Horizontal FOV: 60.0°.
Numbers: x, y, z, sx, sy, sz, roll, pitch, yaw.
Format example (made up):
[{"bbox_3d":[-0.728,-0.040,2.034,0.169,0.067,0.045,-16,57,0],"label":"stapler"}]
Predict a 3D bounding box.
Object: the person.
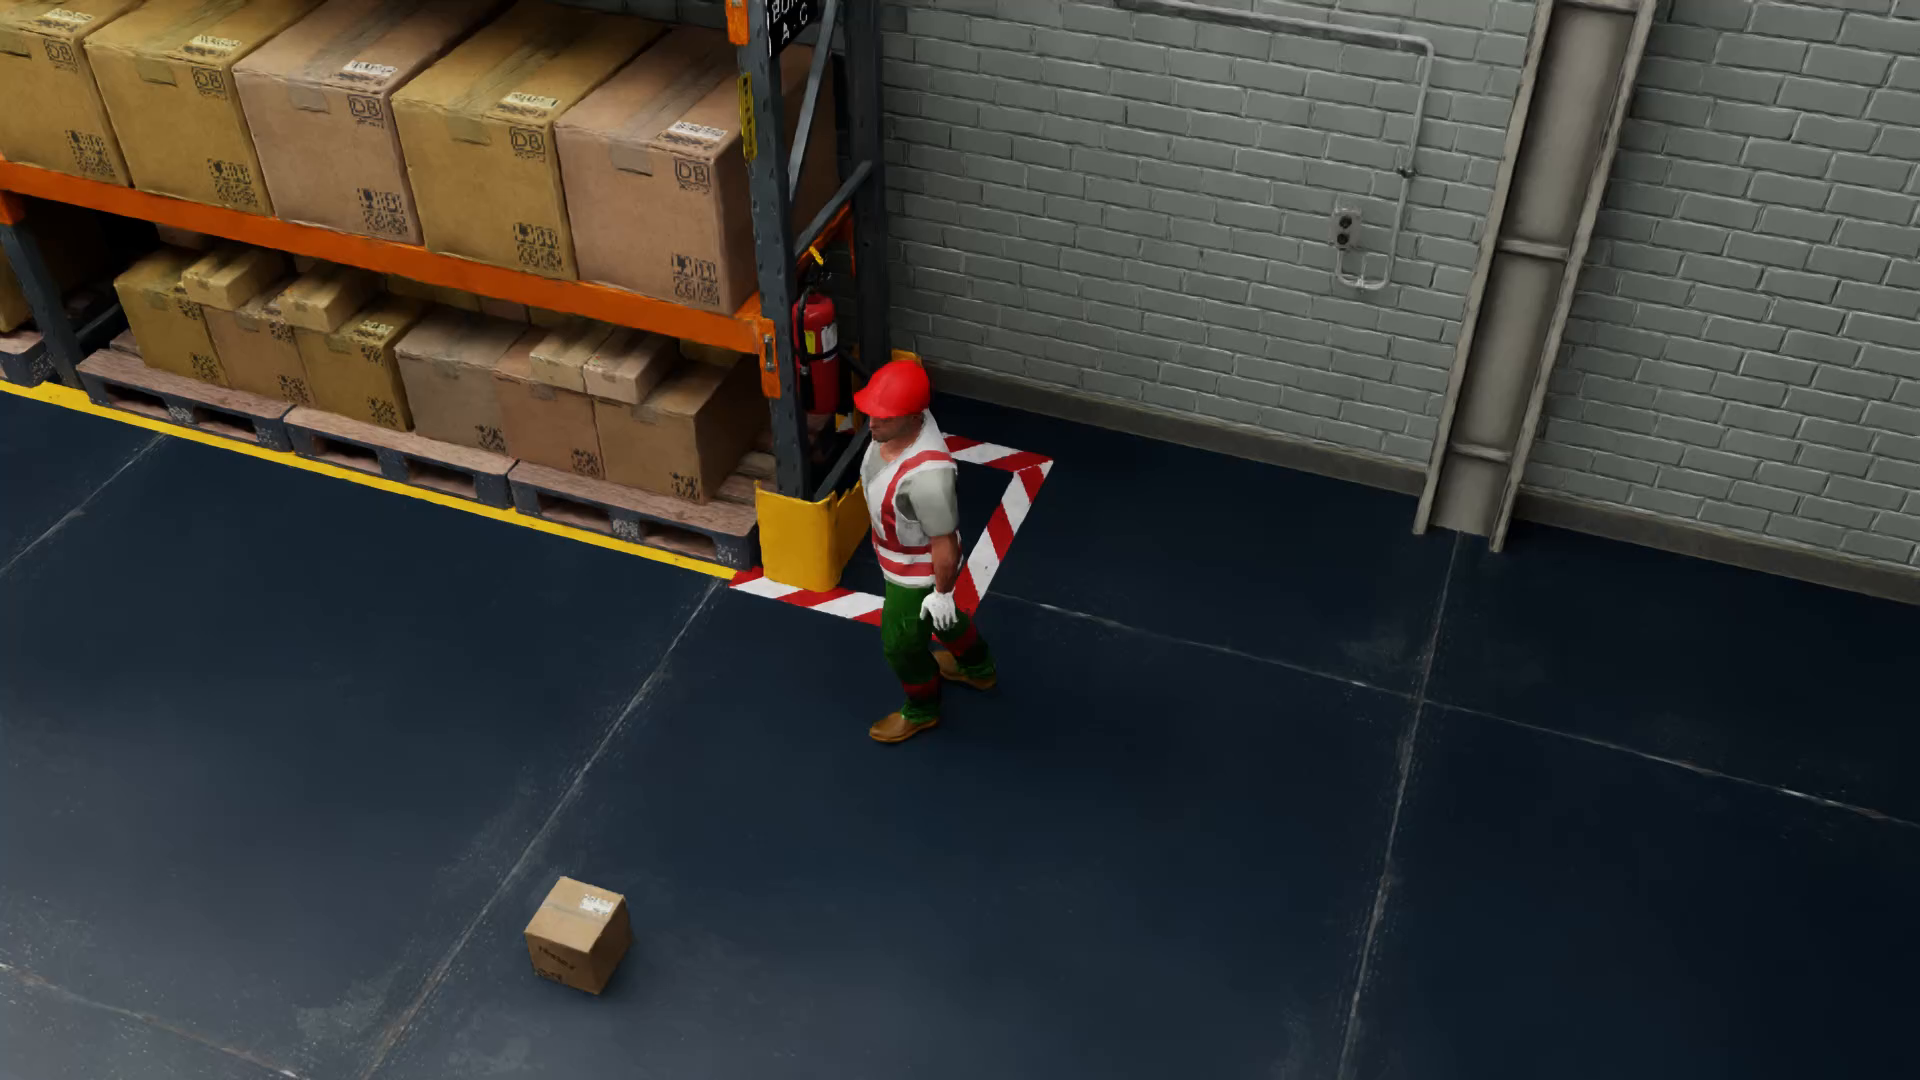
[{"bbox_3d":[-0.101,0.036,6.102,0.562,1.777,0.584,-10,42,-11],"label":"person"}]
